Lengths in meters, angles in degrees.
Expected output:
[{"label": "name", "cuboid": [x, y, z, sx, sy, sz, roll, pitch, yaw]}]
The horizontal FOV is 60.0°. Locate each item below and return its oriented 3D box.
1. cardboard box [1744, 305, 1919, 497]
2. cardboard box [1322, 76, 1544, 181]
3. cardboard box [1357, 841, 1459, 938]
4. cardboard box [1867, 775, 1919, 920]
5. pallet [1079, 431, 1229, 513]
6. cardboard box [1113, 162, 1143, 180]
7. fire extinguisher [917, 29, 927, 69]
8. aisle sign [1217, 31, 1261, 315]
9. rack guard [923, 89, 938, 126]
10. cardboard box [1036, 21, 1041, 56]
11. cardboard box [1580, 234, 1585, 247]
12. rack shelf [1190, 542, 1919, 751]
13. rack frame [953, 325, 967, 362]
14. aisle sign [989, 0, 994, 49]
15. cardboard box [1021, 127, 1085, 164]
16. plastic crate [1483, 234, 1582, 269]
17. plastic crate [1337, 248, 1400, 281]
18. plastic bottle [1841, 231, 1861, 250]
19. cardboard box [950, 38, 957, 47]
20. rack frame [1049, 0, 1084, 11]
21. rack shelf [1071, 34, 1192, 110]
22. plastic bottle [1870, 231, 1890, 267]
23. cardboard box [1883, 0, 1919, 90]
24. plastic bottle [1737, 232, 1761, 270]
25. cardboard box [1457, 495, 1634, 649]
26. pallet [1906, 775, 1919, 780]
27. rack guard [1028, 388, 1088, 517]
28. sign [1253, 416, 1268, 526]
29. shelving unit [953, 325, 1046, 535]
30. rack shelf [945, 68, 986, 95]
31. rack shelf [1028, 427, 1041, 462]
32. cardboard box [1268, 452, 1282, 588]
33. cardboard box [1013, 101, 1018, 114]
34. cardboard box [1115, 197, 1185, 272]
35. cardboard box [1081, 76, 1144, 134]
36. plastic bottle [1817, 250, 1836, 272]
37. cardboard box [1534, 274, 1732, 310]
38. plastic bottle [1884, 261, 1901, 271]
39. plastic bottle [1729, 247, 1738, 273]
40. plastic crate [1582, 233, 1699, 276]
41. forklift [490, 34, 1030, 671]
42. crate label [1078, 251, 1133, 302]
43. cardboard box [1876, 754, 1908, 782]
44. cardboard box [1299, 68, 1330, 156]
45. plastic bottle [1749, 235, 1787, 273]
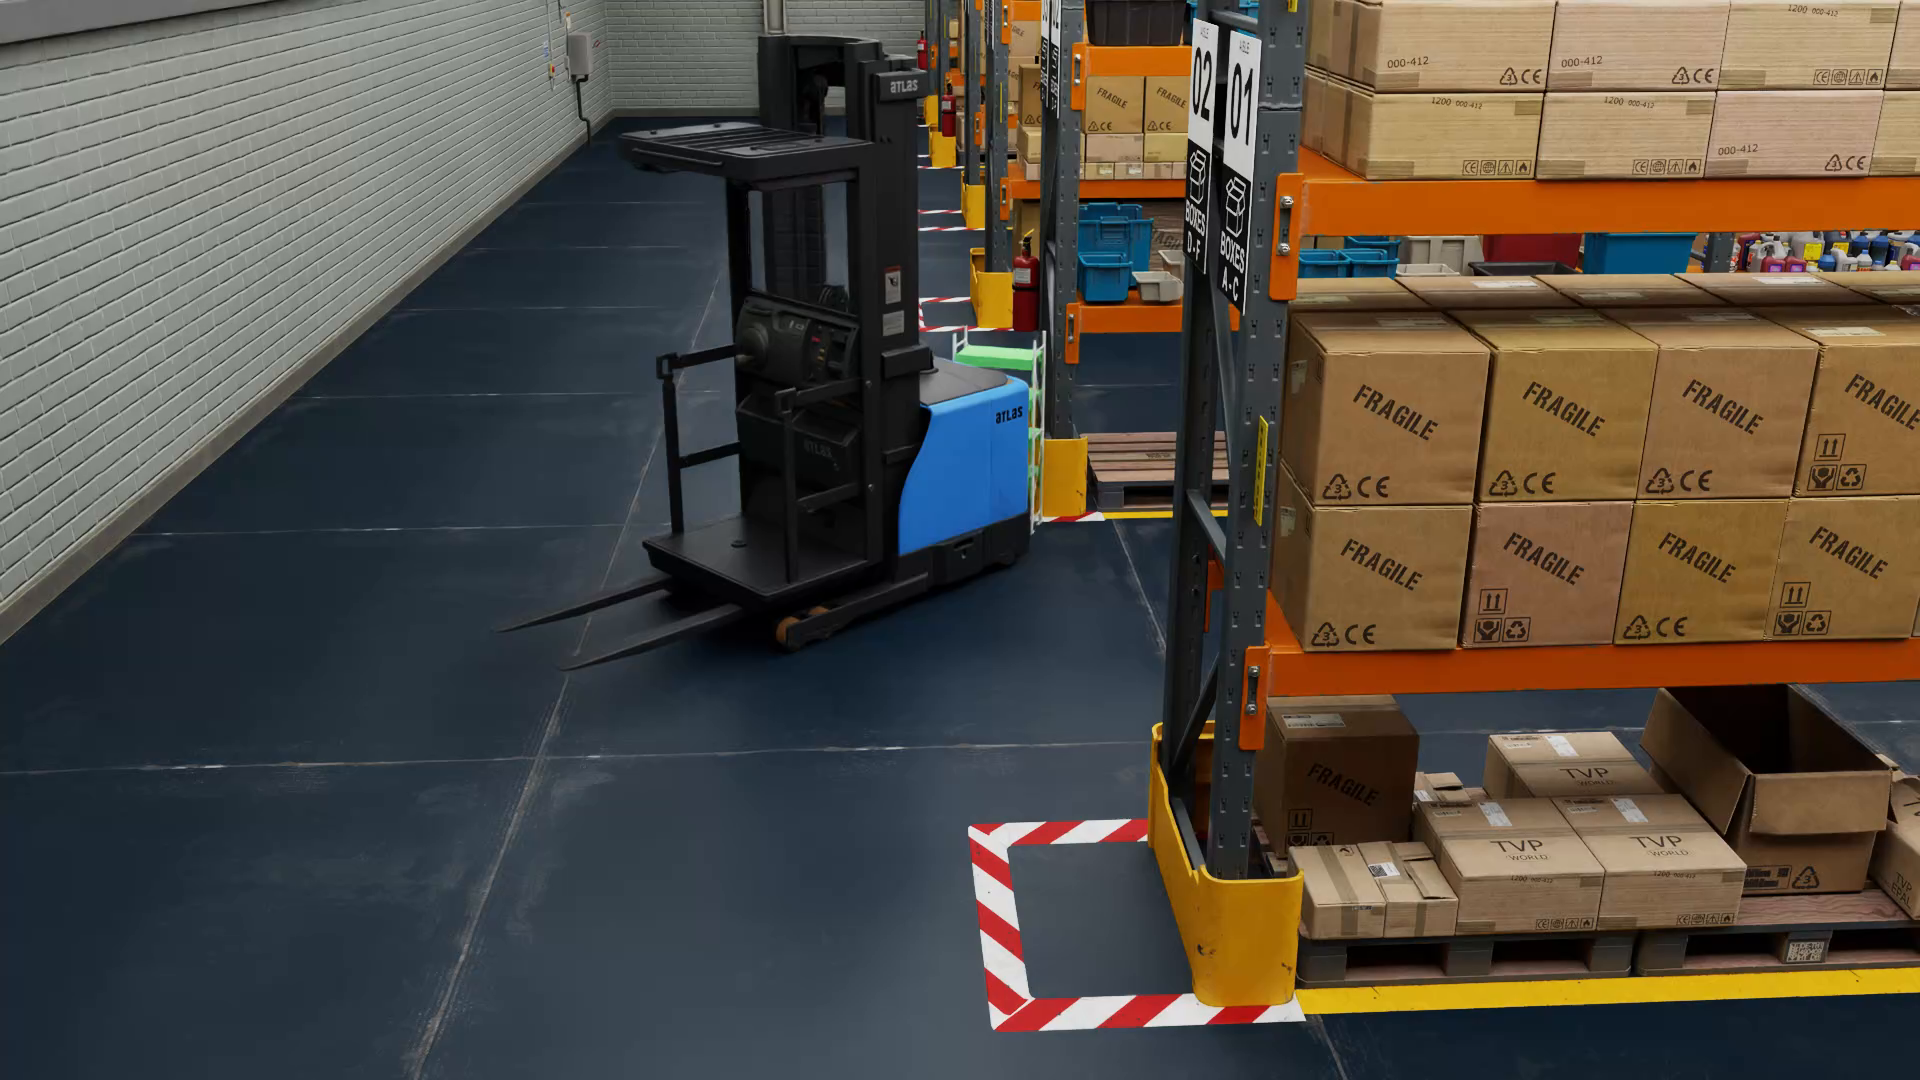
[{"label": "cardboard box", "cuboid": [2.873, -0.461, 5.413, 0.500, 0.500, 0.500, -1, 21, -4]}, {"label": "cardboard box", "cuboid": [1.414, -1.251, 5.029, 0.500, 0.250, 0.500, -1, 21, -3]}, {"label": "cardboard box", "cuboid": [1.574, 1.228, 5.887, 0.250, 0.166, 0.380, -1, 21, -3]}, {"label": "cardboard box", "cuboid": [3.579, 1.098, 6.025, 0.500, 0.311, 0.500, -1, 21, -3]}, {"label": "pallet", "cuboid": [1.433, -0.459, 10.872, 1.213, 0.211, 1.003, -1, 21, -3]}, {"label": "cardboard box", "cuboid": [1.470, -3.308, 14.789, 0.250, 0.149, 0.380, -1, 21, -4]}, {"label": "fire extinguisher", "cuboid": [-0.648, -8.424, 28.508, 0.183, 0.674, 0.296, -1, 21, -3]}, {"label": "aisle sign", "cuboid": [0.836, -1.108, 5.006, 0.004, 0.787, 0.394, -1, 21, -3]}, {"label": "rack guard", "cuboid": [-0.452, -7.635, 29.316, 0.348, 0.500, 1.175, -1, 21, -3]}, {"label": "cardboard box", "cuboid": [1.110, -5.863, 19.183, 0.500, 0.500, 0.500, -1, 21, -1]}, {"label": "cardboard box", "cuboid": [5.848, -2.841, 15.607, 0.875, 0.875, 1.225, -2, 21, -5]}, {"label": "rack shelf", "cuboid": [2.884, 0.296, 5.981, 4.000, 0.370, 1.077, -1, 21, -3]}, {"label": "rack frame", "cuboid": [0.000, -0.684, 10.069, 0.015, 1.200, 0.240, 6, 21, 16]}, {"label": "aisle sign", "cuboid": [0.270, -4.625, 14.243, 0.004, 0.787, 0.394, -1, 21, -3]}, {"label": "cardboard box", "cuboid": [0.820, -3.501, 14.737, 0.500, 0.250, 0.500, -2, 21, -4]}, {"label": "plastic crate", "cuboid": [3.696, -1.969, 10.746, 0.583, 0.464, 0.402, -1, 21, -3]}, {"label": "plastic crate", "cuboid": [2.487, -1.629, 10.180, 0.300, 0.233, 0.416, -1, 21, -3]}, {"label": "plastic bottle", "cuboid": [5.845, -1.923, 10.973, 0.135, 0.276, 0.152, -1, 21, -3]}, {"label": "cardboard box", "cuboid": [-0.184, -8.594, 28.673, 0.250, 0.149, 0.380, -1, 21, -3]}, {"label": "rack frame", "cuboid": [0.608, -4.562, 9.301, 0.127, 3.000, 1.000, -1, 21, -3]}, {"label": "rack shelf", "cuboid": [2.605, -2.865, 10.069, 4.000, 0.370, 1.077, -1, 21, -3]}, {"label": "plastic bottle", "cuboid": [6.005, -1.879, 10.865, 0.097, 0.271, 0.097, 0, 21, 0]}, {"label": "cardboard box", "cuboid": [2.912, -1.511, 5.010, 0.500, 0.250, 0.500, -1, 21, -3]}, {"label": "plastic bottle", "cuboid": [5.205, -1.929, 10.980, 0.133, 0.283, 0.061, -1, 21, -3]}, {"label": "cardboard box", "cuboid": [1.860, 0.026, 5.539, 0.500, 0.500, 0.500, -1, 21, -4]}, {"label": "pallet", "cuboid": [4.195, 1.237, 6.420, 1.213, 0.211, 1.003, -1, 21, -3]}, {"label": "rack guard", "cuboid": [0.585, -0.585, 10.800, 0.348, 0.500, 1.175, -1, 21, -3]}, {"label": "sign", "cuboid": [0.918, -0.211, 5.086, 0.005, 0.325, 0.100, -1, 21, -3]}, {"label": "shelving unit", "cuboid": [0.233, -0.659, 10.002, 0.503, 1.200, 0.258, 6, 21, 16]}, {"label": "rack shelf", "cuboid": [1.756, -6.743, 24.471, 4.000, 0.370, 1.077, -1, 21, -3]}, {"label": "rack shelf", "cuboid": [0.233, -0.599, 10.024, 0.480, 0.148, 0.258, 6, 21, 16]}, {"label": "cardboard box", "cuboid": [1.318, -0.152, 6.006, 0.500, 0.500, 0.500, -1, 21, -1]}, {"label": "cardboard box", "cuboid": [0.737, -5.075, 19.431, 0.250, 0.149, 0.380, 0, 21, -1]}, {"label": "cardboard box", "cuboid": [1.868, -2.781, 15.450, 0.875, 0.875, 0.875, -1, 21, -3]}, {"label": "cardboard box", "cuboid": [1.319, -3.862, 14.630, 0.500, 0.500, 0.500, -2, 21, -4]}, {"label": "plastic bottle", "cuboid": [5.336, -1.649, 10.261, 0.097, 0.271, 0.097, 0, 21, 0]}, {"label": "cardboard box", "cuboid": [2.337, -0.643, 5.891, 0.500, 0.500, 0.500, -1, 21, -2]}, {"label": "plastic bottle", "cuboid": [5.762, -1.625, 10.297, 0.097, 0.201, 0.097, 0, 21, 0]}, {"label": "plastic bottle", "cuboid": [5.002, -1.826, 10.824, 0.097, 0.201, 0.097, 0, 21, 0]}, {"label": "plastic crate", "cuboid": [4.155, -1.730, 10.231, 0.575, 0.384, 0.392, -1, 21, -3]}, {"label": "forklift", "cuboid": [-1.002, -1.015, 8.511, 3.031, 2.935, 1.130, -19, 28, -41]}, {"label": "crate label", "cuboid": [0.873, -1.597, 10.093, 0.303, 0.233, 0.416, -1, 21, -3]}, {"label": "cardboard box", "cuboid": [3.586, 0.991, 6.510, 0.250, 0.166, 0.380, -1, 21, -3]}, {"label": "cardboard box", "cuboid": [1.385, -1.435, 5.513, 0.500, 0.250, 0.500, -1, 21, -3]}, {"label": "plastic bottle", "cuboid": [5.012, -1.710, 10.309, 0.185, 0.351, 0.144, -1, 21, -3]}]
